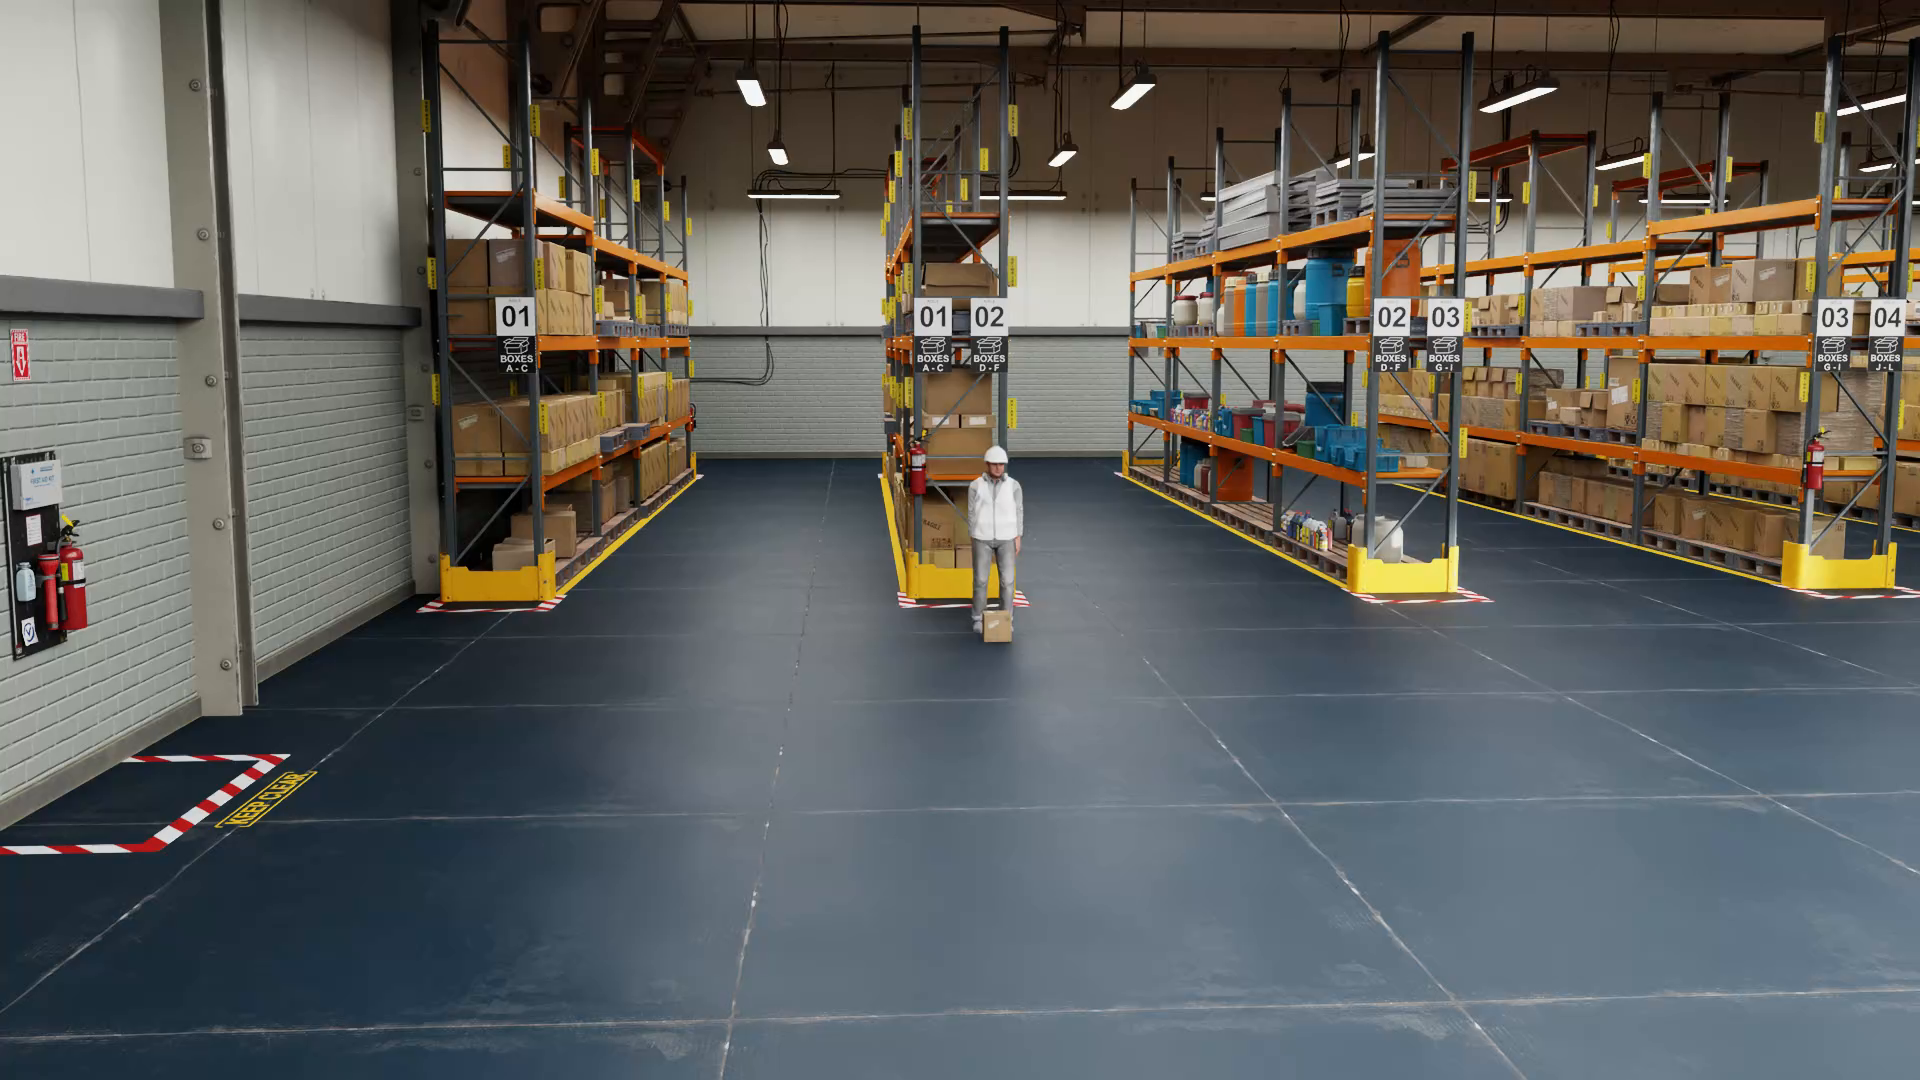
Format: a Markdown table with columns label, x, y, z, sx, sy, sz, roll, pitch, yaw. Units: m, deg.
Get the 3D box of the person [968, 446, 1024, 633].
| label | x | y | z | sx | sy | sz | roll | pitch | yaw |
| --- | --- | --- | --- | --- | --- | --- | --- | --- | --- |
| person | 0.330 | -0.008 | 15.761 | 0.514 | 1.771 | 0.360 | 0 | 7 | -2 |
